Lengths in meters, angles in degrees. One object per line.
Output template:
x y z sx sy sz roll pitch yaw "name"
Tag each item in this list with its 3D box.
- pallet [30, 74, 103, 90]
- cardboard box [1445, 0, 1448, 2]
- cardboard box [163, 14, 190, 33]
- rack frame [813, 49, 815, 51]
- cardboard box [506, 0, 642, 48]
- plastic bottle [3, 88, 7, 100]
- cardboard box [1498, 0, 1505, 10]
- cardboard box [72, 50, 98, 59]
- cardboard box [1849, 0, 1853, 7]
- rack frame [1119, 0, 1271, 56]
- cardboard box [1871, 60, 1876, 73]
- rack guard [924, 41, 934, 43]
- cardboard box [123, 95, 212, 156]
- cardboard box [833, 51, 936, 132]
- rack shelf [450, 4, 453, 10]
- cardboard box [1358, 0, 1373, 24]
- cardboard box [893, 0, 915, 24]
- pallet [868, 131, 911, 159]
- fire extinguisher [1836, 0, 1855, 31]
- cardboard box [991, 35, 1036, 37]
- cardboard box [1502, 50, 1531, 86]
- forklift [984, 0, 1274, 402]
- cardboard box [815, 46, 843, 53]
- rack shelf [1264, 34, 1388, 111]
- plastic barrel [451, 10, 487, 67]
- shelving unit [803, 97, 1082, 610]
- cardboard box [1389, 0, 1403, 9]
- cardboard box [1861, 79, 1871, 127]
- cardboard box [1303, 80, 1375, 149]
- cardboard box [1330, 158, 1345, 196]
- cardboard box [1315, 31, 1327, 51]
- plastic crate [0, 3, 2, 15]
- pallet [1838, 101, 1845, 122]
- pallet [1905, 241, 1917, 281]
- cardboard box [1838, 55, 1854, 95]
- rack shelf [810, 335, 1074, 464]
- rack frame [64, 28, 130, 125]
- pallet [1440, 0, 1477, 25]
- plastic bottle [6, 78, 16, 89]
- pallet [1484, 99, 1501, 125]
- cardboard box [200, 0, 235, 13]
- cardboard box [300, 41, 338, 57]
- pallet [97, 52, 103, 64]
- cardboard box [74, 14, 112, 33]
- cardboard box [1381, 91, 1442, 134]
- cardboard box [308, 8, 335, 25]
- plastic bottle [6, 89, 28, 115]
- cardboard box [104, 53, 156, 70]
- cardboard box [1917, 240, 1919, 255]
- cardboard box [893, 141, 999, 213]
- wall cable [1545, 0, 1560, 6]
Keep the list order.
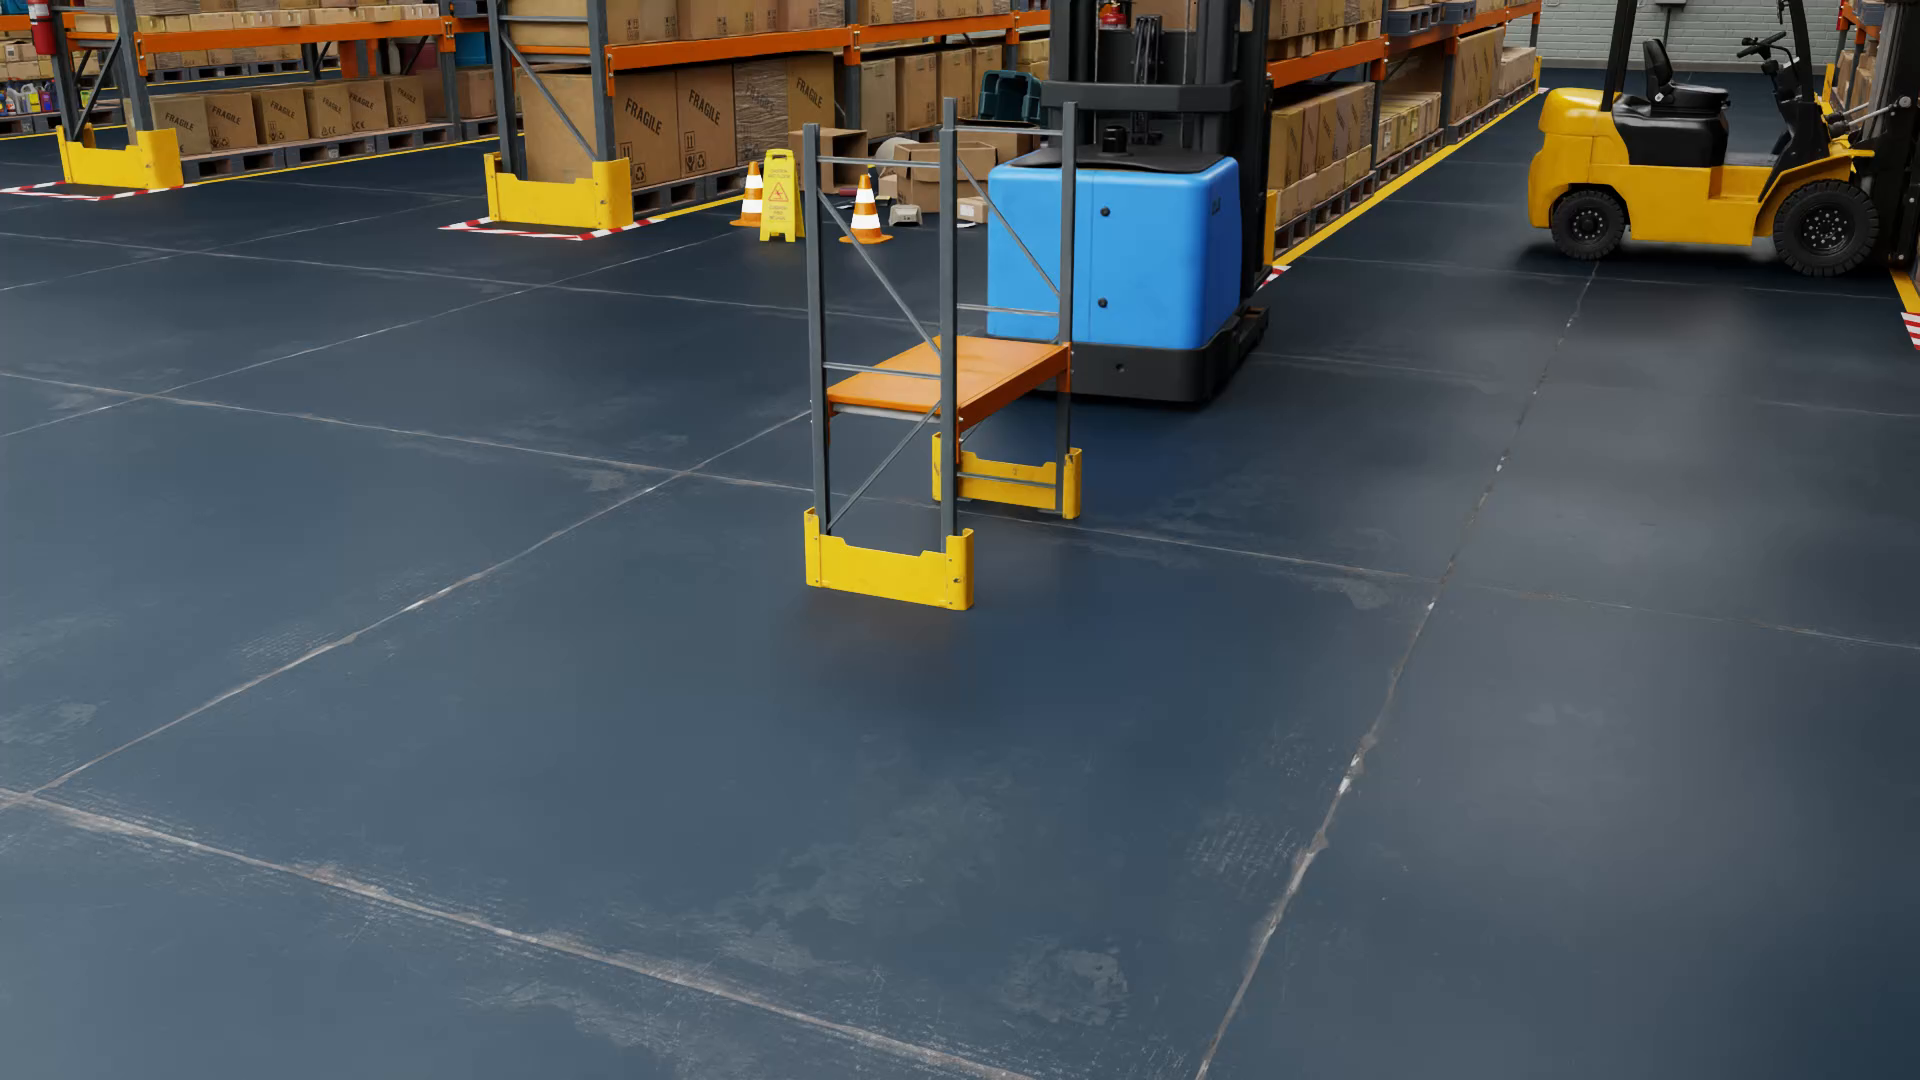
-13.707 -6.853 24.922 1.003 0.211 1.213 9 21 23 "pallet"
4.607 -5.389 16.393 0.380 0.149 0.250 7 21 20 "cardboard box"
-7.120 -4.617 14.848 0.380 0.149 0.250 9 21 23 "cardboard box"
-2.660 -8.275 24.761 1.000 3.000 0.127 9 21 23 "rack frame"
-2.980 -4.086 12.757 0.875 0.550 0.550 9 21 23 "cardboard box"
-10.834 -5.008 18.972 0.061 0.283 0.133 9 21 23 "plastic bottle"
6.427 -6.673 20.479 0.500 0.250 0.500 8 21 21 "cardboard box"
-13.324 -7.385 24.899 0.500 0.311 0.500 9 22 24 "cardboard box"
11.591 -6.890 21.241 0.380 0.149 0.250 8 21 21 "cardboard box"
1.467 -3.247 10.622 1.000 3.000 0.127 9 21 23 "rack frame"
10.044 -5.080 17.913 0.380 0.149 0.250 9 22 25 "cardboard box"
-1.012 -8.327 28.638 1.175 0.500 0.348 9 21 23 "rack guard"
-7.303 -3.815 15.325 0.500 0.500 0.500 13 23 33 "cardboard box"
-0.882 -4.752 17.586 1.050 0.750 0.750 9 21 23 "cardboard box"
-7.998 -8.004 25.073 1.077 0.370 4.000 9 21 23 "rack shelf"
2.945 -4.329 13.071 0.500 0.500 0.500 9 22 25 "cardboard box"
-0.786 -5.443 16.649 0.500 0.500 0.500 9 21 23 "cardboard box"
-1.205 -4.050 17.043 1.003 0.211 1.213 9 21 23 "pallet"
12.187 -7.354 22.844 0.296 0.674 0.183 9 21 23 "fire extinguisher"
0.646 -6.268 21.103 0.500 0.250 0.500 9 22 24 "cardboard box"
7.473 -6.632 23.339 0.875 0.438 0.875 9 22 24 "cardboard box"
1.059 -2.463 8.519 1.130 2.935 3.031 6 21 17 "forklift"
-2.317 -7.663 25.583 0.875 0.875 0.875 9 21 23 "cardboard box"
2.286 -3.519 12.462 1.077 0.370 4.000 9 21 23 "rack shelf"
-7.707 -7.783 25.883 0.600 0.901 0.708 9 21 23 "plastic barrel"
-0.031 -0.683 5.652 0.587 1.500 1.083 9 21 23 "shelving unit"
3.619 -4.675 14.386 0.380 0.149 0.250 9 21 23 "cardboard box"
9.676 -4.503 17.259 0.500 0.500 0.500 10 22 25 "cardboard box"
3.107 -3.508 13.713 0.500 0.500 0.500 8 21 22 "cardboard box"
2.687 -2.836 12.942 0.500 0.250 0.500 9 21 24 "cardboard box"
2.477 -3.674 12.197 0.380 0.149 0.250 8 21 21 "cardboard box"
-10.889 -5.854 18.346 0.530 0.136 0.437 9 21 23 "plastic crate"
11.193 -5.131 20.083 1.003 0.211 1.213 9 21 23 "pallet"
6.773 -1.864 10.896 1.003 0.211 1.213 9 21 23 "pallet"
11.519 -5.900 21.187 0.500 0.500 0.500 9 21 24 "cardboard box"
-0.035 -0.511 5.704 0.538 0.185 1.000 9 21 23 "rack shelf"
-10.455 -6.509 19.795 1.000 3.000 0.127 9 21 23 "rack frame"
4.548 -5.370 16.877 1.213 0.211 1.003 9 21 23 "pallet"
-11.164 -5.279 19.631 0.144 0.351 0.185 9 22 24 "plastic bottle"
6.134 -5.355 20.712 1.003 0.211 1.213 9 21 23 "pallet"
-7.229 -5.128 15.317 0.875 0.500 0.500 9 21 23 "cardboard box"
-11.327 -8.675 29.240 0.500 0.311 0.500 9 21 23 "cardboard box"
-16.464 -8.754 30.269 1.003 0.211 1.213 9 21 23 "pallet"
-7.646 -4.604 14.813 0.380 0.149 0.250 9 21 23 "cardboard box"
4.502 -4.481 17.387 0.950 0.372 0.625 7 21 19 "cardboard box"
-6.384 -5.149 16.344 0.380 0.149 0.250 9 21 23 "cardboard box"
-10.737 -4.990 18.932 0.152 0.276 0.135 9 21 24 "plastic bottle"
-12.887 -7.542 25.774 0.500 0.500 0.500 10 22 25 "cardboard box"
6.113 -1.807 10.050 0.500 0.250 0.500 9 21 23 "cardboard box"
-0.124 -2.955 13.527 0.797 0.503 0.637 -5 20 -15 "cardboard box"
10.306 -10.358 29.056 0.585 1.953 0.123 9 21 23 "wall cable"
